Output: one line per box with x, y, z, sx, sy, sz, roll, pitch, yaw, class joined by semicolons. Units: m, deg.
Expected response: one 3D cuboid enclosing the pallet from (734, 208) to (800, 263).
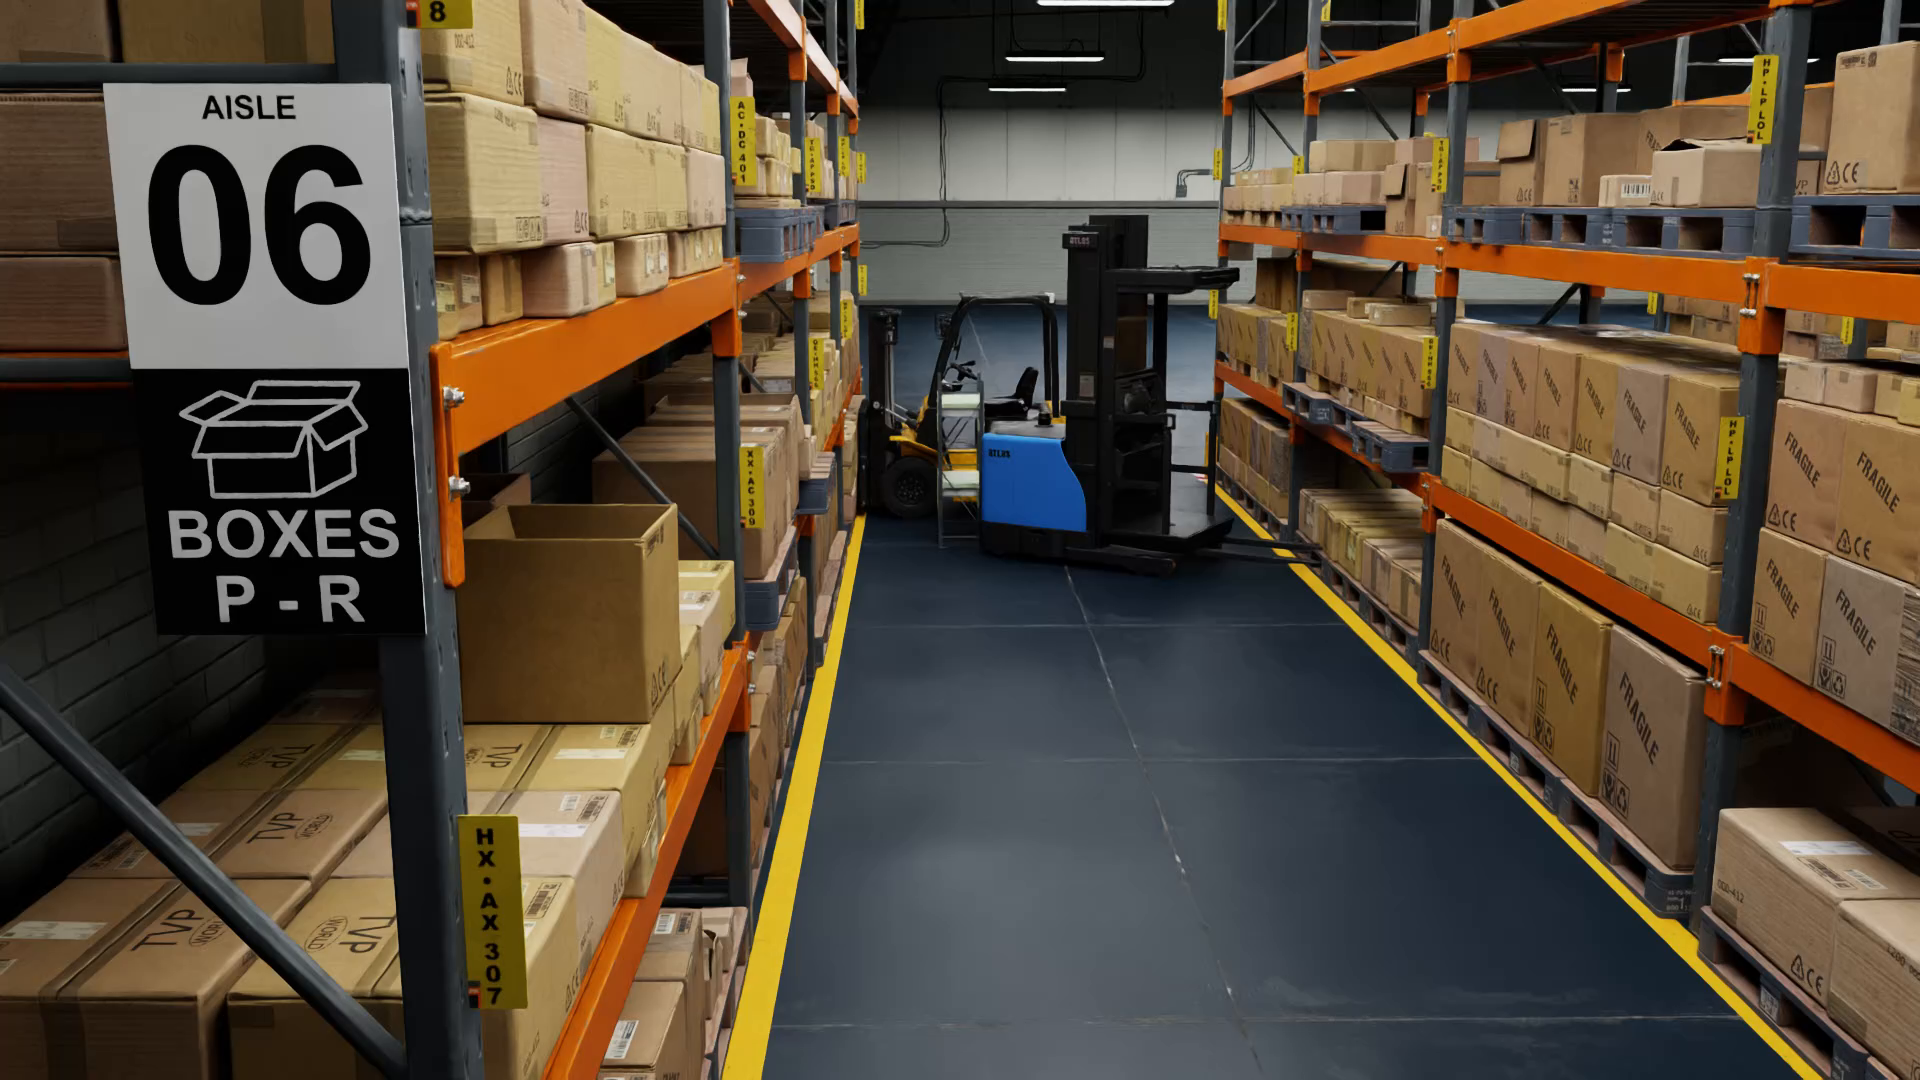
-1.308;-1.287;6.980;1.213;0.211;1.003;0;11;-1;pallet

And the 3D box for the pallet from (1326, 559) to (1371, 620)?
3.478;0.373;12.878;1.003;0.211;1.213;0;11;-1;pallet

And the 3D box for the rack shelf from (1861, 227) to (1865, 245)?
8.420;-2.151;12.575;1.077;0.370;4.000;0;11;-1;rack shelf

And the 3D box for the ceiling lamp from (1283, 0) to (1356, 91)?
9.097;-13.069;42.355;2.000;3.185;0.800;0;11;-1;ceiling lamp

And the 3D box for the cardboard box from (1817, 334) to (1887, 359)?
8.359;-1.578;15.108;0.875;0.550;0.550;0;11;-1;cardboard box

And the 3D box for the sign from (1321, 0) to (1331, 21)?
3.905;-5.660;17.768;0.100;0.325;0.005;0;11;-1;sign

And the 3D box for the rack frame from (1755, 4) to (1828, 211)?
3.597;-2.741;6.127;1.000;3.000;0.127;0;11;-1;rack frame

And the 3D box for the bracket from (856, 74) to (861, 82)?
-2.703;-12.097;43.193;0.076;0.066;4.783;0;11;-1;bracket

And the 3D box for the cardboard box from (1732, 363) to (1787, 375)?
3.838;-0.529;7.549;0.500;0.500;0.500;0;11;-1;cardboard box

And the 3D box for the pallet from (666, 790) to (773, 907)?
-1.420;1.426;7.693;1.003;0.211;1.213;0;11;-1;pallet

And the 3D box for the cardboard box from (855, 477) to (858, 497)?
-1.261;-0.529;16.171;0.500;0.250;0.500;0;11;0;cardboard box

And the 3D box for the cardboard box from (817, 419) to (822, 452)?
-1.218;-0.690;11.486;0.500;0.250;0.500;0;11;-2;cardboard box

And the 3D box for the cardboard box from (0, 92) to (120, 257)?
-1.564;-0.614;2.818;0.500;0.250;0.500;0;11;-2;cardboard box

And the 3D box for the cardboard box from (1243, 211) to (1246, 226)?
3.128;-3.312;17.119;0.380;0.149;0.250;0;11;-2;cardboard box

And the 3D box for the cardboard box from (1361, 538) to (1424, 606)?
3.490;0.227;12.139;0.950;0.372;0.625;0;11;-2;cardboard box

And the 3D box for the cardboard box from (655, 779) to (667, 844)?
-1.018;0.764;4.574;0.380;0.149;0.250;0;11;0;cardboard box

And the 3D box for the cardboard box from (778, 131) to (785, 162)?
-1.028;-1.844;7.828;0.380;0.149;0.250;0;11;-1;cardboard box

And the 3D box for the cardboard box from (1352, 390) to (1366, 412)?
3.162;-1.050;12.459;0.380;0.149;0.250;-1;11;-3;cardboard box

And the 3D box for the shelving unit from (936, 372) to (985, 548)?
0.000;-0.736;15.107;0.431;1.500;0.755;0;11;-1;shelving unit

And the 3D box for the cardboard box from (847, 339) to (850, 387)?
-1.317;-1.712;15.894;0.500;0.500;0.500;0;11;-2;cardboard box

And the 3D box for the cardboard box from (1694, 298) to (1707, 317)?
8.369;-2.646;17.657;0.875;0.550;0.550;0;11;-1;cardboard box

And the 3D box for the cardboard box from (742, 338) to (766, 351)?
-1.780;-1.563;13.526;0.380;0.149;0.250;0;11;-1;cardboard box

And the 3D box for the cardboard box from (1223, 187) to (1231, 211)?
3.094;-3.627;17.671;0.500;0.250;0.500;0;11;-2;cardboard box

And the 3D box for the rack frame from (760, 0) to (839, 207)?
-1.530;-4.310;13.862;1.000;3.000;0.127;0;11;-1;rack frame

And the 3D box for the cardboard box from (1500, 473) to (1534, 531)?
3.307;-0.218;9.156;0.500;0.250;0.500;0;11;1;cardboard box

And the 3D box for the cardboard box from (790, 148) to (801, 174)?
-1.145;-2.245;9.855;0.380;0.149;0.250;0;11;1;cardboard box

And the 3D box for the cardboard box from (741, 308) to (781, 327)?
-1.803;-1.995;14.907;0.380;0.149;0.250;-1;11;-3;cardboard box

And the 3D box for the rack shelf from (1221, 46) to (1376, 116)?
3.391;-4.375;15.997;1.077;0.370;4.000;0;11;-1;rack shelf

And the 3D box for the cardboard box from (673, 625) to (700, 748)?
-1.088;0.447;5.131;0.500;0.250;0.500;0;11;-2;cardboard box

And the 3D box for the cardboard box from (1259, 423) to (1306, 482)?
3.139;-0.834;15.792;0.500;0.500;0.500;0;11;0;cardboard box

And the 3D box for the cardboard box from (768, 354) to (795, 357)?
-1.197;-1.263;12.047;0.380;0.149;0.250;0;11;0;cardboard box

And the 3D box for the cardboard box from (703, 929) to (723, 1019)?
-1.053;1.535;5.960;0.396;0.266;0.258;0;11;1;cardboard box

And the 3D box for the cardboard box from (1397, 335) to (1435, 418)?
3.227;-1.086;11.001;0.500;0.500;0.500;-1;11;-3;cardboard box

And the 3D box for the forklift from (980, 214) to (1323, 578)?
1.706;-1.240;13.992;3.031;2.935;1.130;7;13;29;forklift

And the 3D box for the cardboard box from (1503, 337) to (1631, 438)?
3.296;-0.834;9.052;0.500;0.500;0.500;0;11;0;cardboard box

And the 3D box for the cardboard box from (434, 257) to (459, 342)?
-1.056;-0.396;2.744;0.380;0.149;0.250;0;11;0;cardboard box

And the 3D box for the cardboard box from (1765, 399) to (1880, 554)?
3.365;-0.244;6.143;0.500;0.500;0.500;0;11;-1;cardboard box

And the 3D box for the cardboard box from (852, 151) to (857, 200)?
-1.360;-3.852;17.589;0.500;0.500;0.500;0;11;1;cardboard box

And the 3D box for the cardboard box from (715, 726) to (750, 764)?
-1.106;0.849;7.119;0.380;0.149;0.250;0;11;2;cardboard box

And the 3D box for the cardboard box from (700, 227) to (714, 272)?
-1.060;-1.008;5.760;0.380;0.149;0.250;0;11;-1;cardboard box

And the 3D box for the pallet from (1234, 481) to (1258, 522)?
3.355;-0.401;16.695;1.003;0.211;1.213;0;11;-1;pallet

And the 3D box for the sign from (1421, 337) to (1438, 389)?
2.972;-1.120;10.515;0.100;0.325;0.005;0;11;-1;sign

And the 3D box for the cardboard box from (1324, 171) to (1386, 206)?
3.087;-2.675;12.667;0.500;0.250;0.500;0;11;-2;cardboard box

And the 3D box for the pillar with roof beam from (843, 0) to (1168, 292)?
1.184;-10.944;46.562;9.100;9.000;0.548;0;11;-1;pillar with roof beam

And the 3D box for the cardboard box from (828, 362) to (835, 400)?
-1.242;-1.241;12.942;0.500;0.250;0.500;0;11;0;cardboard box

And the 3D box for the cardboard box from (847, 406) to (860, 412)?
-1.255;-1.221;17.070;0.500;0.250;0.500;0;11;0;cardboard box

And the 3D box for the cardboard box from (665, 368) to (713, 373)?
-1.774;-1.057;11.033;0.380;0.149;0.250;0;11;0;cardboard box

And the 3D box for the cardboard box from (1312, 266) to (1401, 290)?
3.651;-2.266;15.360;0.700;0.500;0.500;0;11;-1;cardboard box

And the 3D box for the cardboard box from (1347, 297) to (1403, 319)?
3.214;-1.799;12.886;0.380;0.149;0.250;0;11;2;cardboard box

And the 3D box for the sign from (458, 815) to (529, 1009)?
-0.740;0.589;2.625;0.100;0.325;0.005;0;11;-1;sign

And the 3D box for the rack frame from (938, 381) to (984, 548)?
0.007;-0.664;14.749;0.400;1.500;0.023;0;11;-1;rack frame

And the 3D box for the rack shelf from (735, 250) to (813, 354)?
-1.406;-1.295;8.352;1.077;0.370;4.000;0;11;-1;rack shelf

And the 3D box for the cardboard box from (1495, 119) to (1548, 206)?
3.673;-2.248;9.926;0.797;0.503;0.637;-1;12;-5;cardboard box
